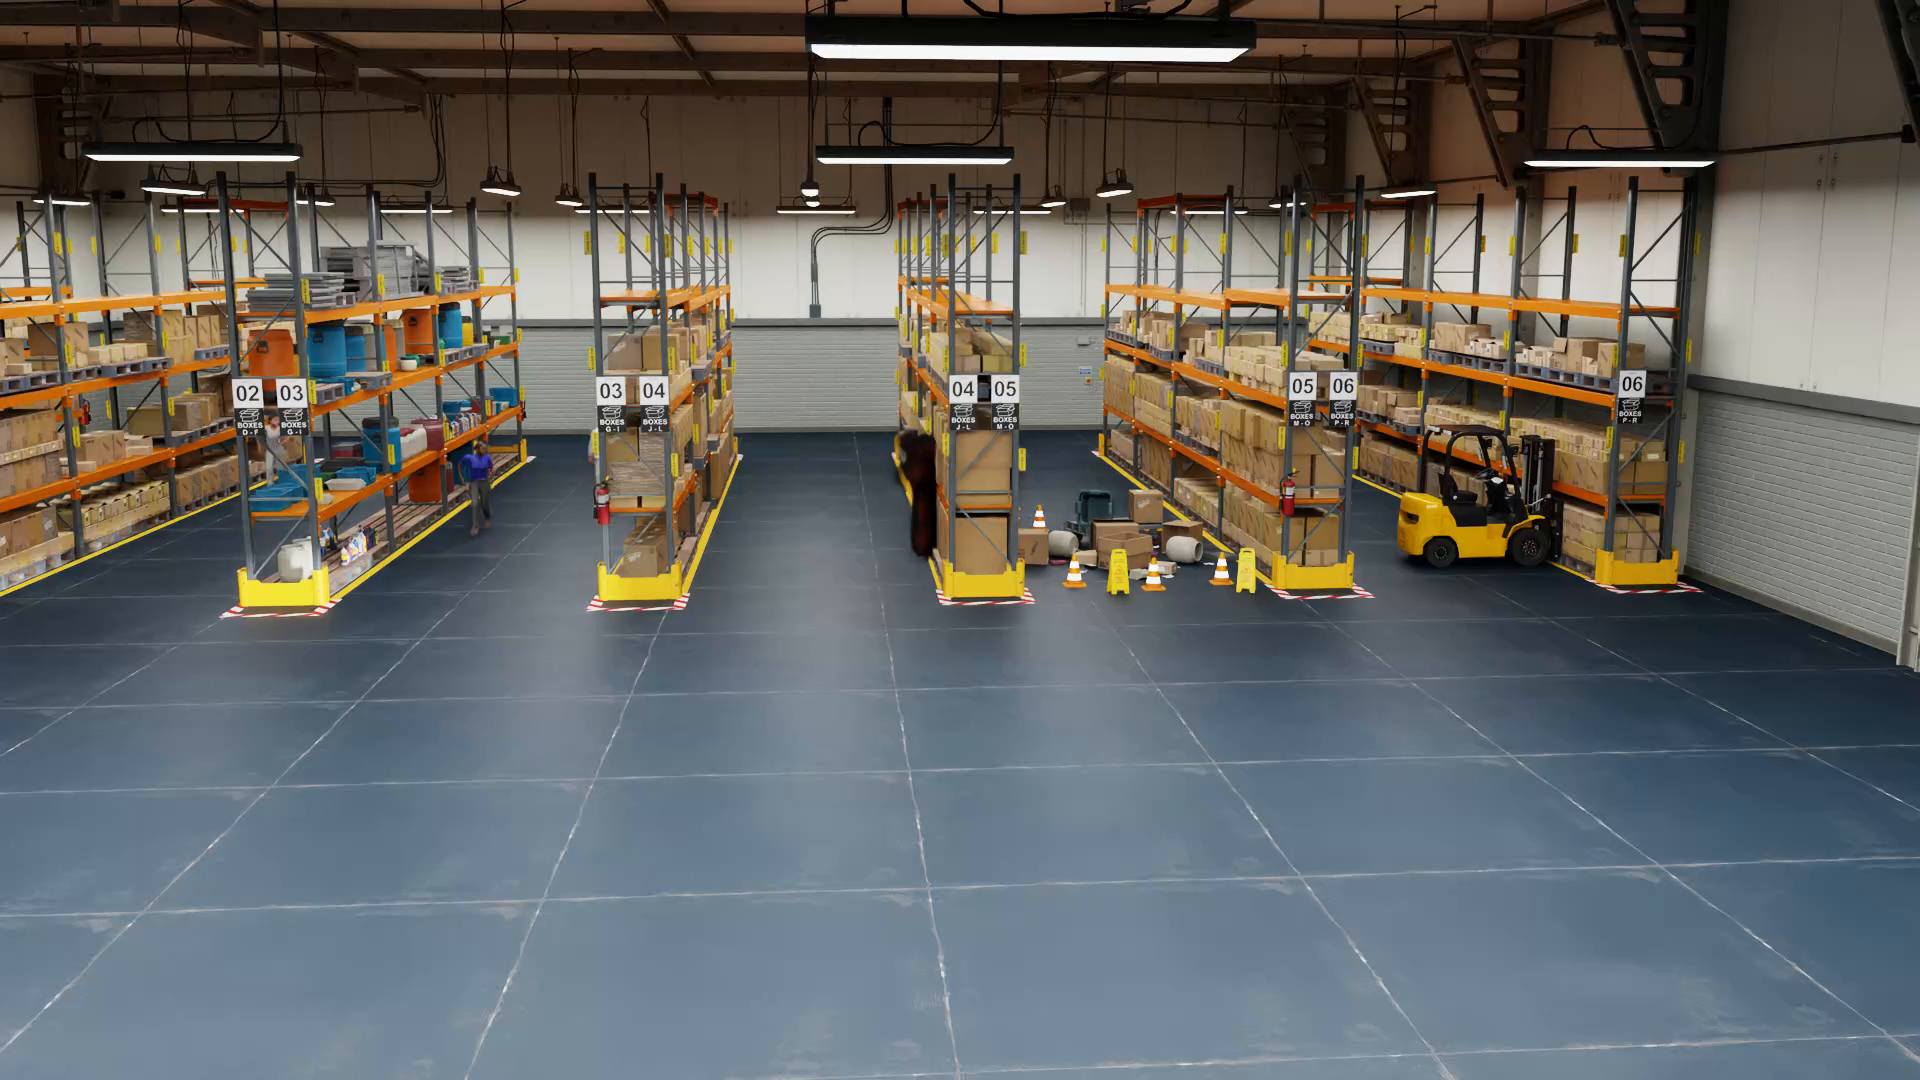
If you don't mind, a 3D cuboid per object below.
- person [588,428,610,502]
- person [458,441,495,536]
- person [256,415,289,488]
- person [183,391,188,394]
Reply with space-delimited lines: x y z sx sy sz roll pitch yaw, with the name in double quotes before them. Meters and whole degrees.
"person" -7.050 -1.637 32.956 0.656 1.725 1.045 -1 10 -5
"person" -8.501 -0.945 29.202 0.605 1.606 1.028 -1 10 -6
"person" -13.899 -1.741 33.615 0.618 1.642 0.997 -2 10 -9
"person" -17.463 -2.511 37.841 0.450 1.771 0.589 1 10 7
